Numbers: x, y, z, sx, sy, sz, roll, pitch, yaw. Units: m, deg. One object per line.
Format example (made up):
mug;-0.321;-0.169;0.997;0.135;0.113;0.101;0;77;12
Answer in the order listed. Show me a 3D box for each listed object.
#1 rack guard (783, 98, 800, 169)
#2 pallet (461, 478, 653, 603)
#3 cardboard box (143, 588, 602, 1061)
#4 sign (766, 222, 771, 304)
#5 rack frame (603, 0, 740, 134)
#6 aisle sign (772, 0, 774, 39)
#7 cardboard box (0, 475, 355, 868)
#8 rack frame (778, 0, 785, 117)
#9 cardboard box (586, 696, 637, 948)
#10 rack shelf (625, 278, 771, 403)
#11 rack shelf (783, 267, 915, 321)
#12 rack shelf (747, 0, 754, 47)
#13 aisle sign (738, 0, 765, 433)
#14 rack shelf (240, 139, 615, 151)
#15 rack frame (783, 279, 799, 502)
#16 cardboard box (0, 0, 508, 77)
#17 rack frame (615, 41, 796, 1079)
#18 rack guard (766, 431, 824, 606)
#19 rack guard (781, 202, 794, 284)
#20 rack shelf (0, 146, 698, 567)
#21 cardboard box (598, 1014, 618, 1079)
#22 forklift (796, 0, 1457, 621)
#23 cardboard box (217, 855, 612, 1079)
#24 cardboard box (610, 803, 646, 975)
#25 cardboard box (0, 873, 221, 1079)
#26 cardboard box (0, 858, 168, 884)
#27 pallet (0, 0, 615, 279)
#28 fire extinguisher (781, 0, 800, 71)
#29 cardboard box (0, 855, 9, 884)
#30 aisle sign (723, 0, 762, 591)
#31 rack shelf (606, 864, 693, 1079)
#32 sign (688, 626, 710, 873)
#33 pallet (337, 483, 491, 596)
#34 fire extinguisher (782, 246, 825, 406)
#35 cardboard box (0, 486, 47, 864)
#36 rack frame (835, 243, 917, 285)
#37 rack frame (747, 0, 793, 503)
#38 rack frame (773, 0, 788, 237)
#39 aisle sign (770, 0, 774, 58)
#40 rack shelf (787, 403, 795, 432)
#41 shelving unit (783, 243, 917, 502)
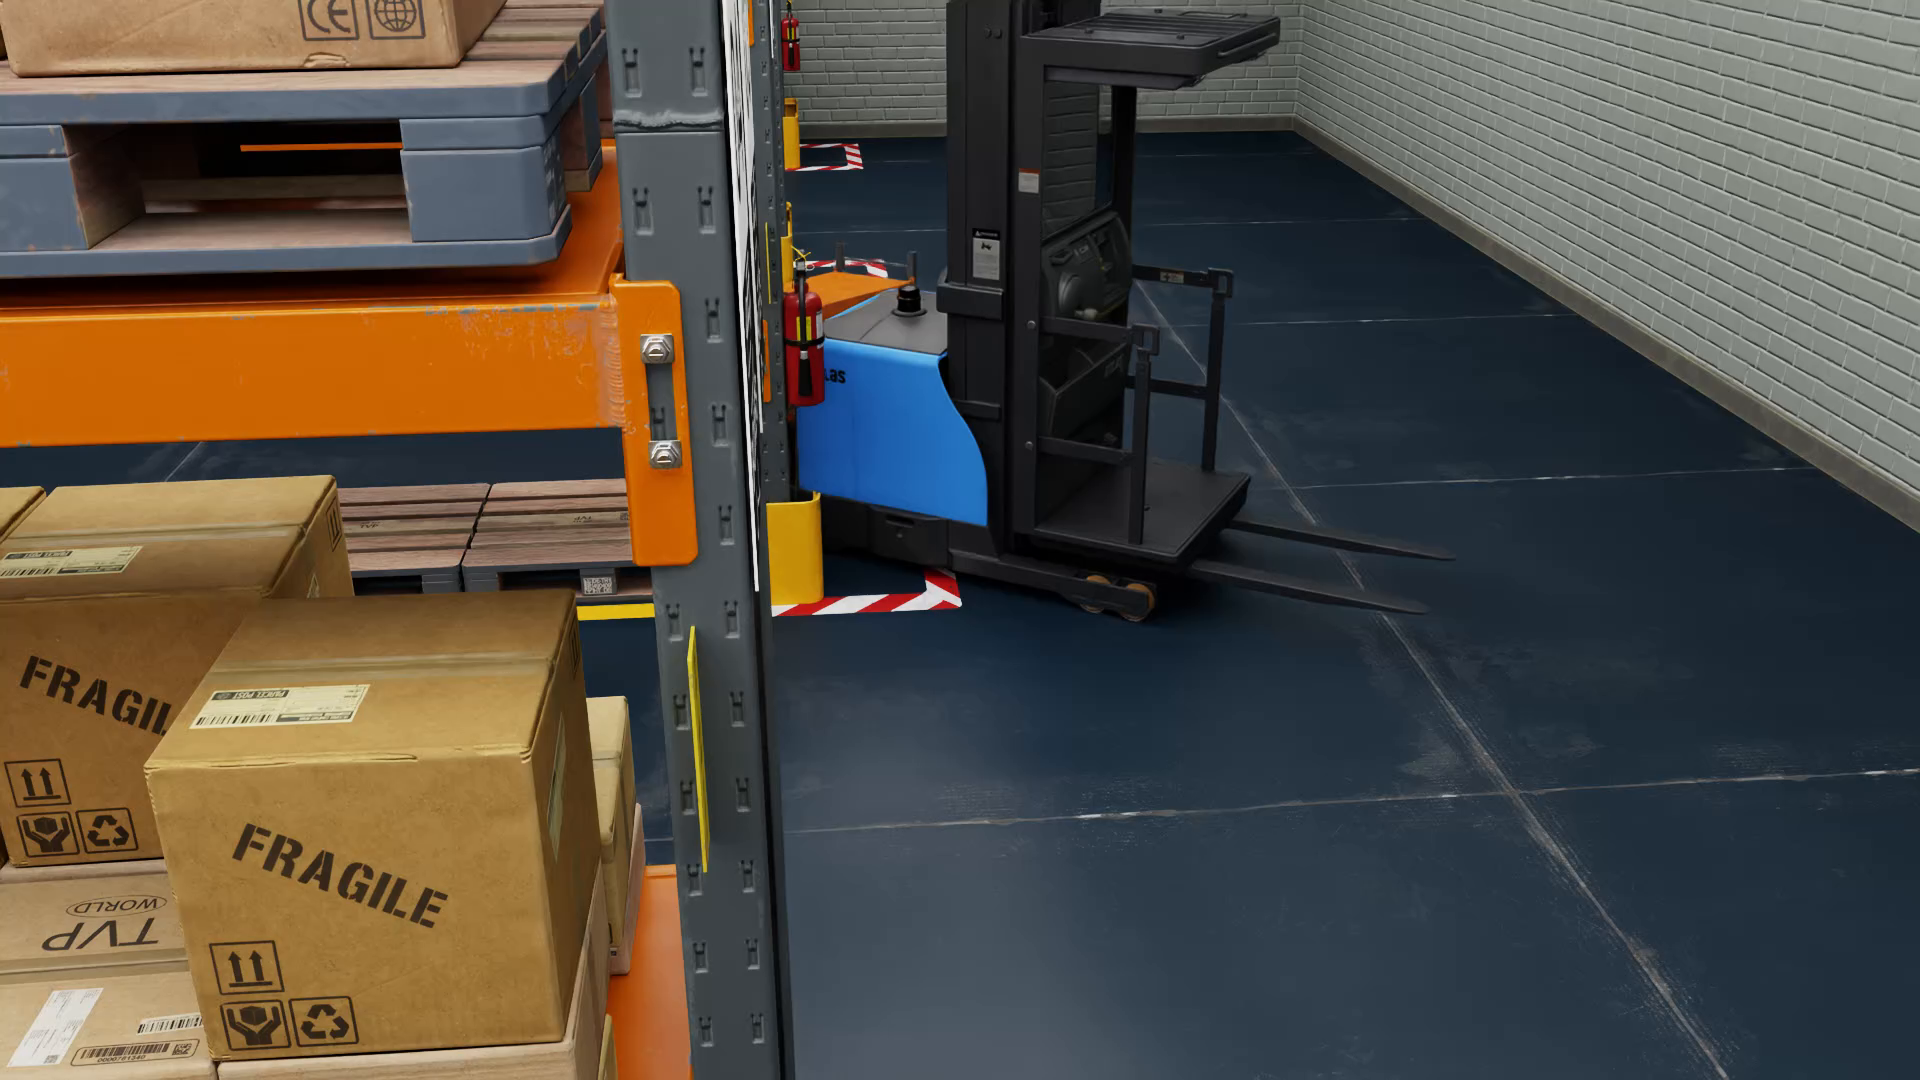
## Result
rack guard;-1.823;-4.168;17.012;0.348;0.500;1.175;-2;24;-5
pallet;-1.697;-0.014;8.021;1.213;0.211;1.003;-2;24;-5
cardboard box;-0.845;0.413;2.524;0.500;0.500;0.500;-2;24;-4
sign;-0.803;-1.158;6.961;0.005;0.325;0.100;-2;24;-5
rack frame;-0.386;-2.044;1.770;0.127;3.000;1.000;-2;24;-5
aisle sign;-0.831;-2.616;7.242;0.004;0.787;0.394;-2;24;-5
cardboard box;-1.388;0.217;2.964;0.500;0.500;0.500;-3;24;-6
rack frame;-1.847;-5.309;16.502;0.127;3.000;1.000;-2;24;-5
cardboard box;-0.890;0.540;3.161;0.500;0.250;0.500;-3;24;-7
rack shelf;-2.863;-0.896;7.460;4.000;0.370;1.077;-2;24;-5
rack shelf;-0.714;-1.172;8.561;0.538;0.278;1.000;12;21;28
rack shelf;-2.863;-2.267;6.850;4.000;0.370;1.077;-2;24;-5
aisle sign;-0.344;-0.615;2.740;0.004;0.787;0.394;-2;24;-5
rack shelf;-3.346;-2.899;11.964;4.000;0.370;1.077;-2;24;-5
rack frame;-0.978;-0.758;8.239;0.500;1.125;0.032;12;21;28
cardboard box;-0.898;-0.915;2.158;0.500;0.500;0.700;-4;24;-8
rack frame;-0.386;0.697;2.989;0.127;3.000;1.000;-2;24;-5
rack guard;-0.850;-0.169;8.015;0.348;0.500;1.175;-2;24;-5
rack guard;-1.432;-2.162;12.499;0.348;0.500;1.175;-2;24;-5
rack shelf;-2.376;-0.265;2.346;4.000;0.370;1.077;-2;24;-5
cardboard box;-0.708;0.959;2.709;0.250;0.149;0.380;-2;24;-4
forklift;0.755;-1.222;7.392;3.031;2.935;1.130;11;26;24
cardboard box;-0.842;0.756;2.674;0.500;0.250;0.500;-3;24;-6
cardboard box;-0.772;0.693;3.308;0.250;0.149;0.380;-2;24;-5
cardboard box;-1.347;0.776;2.629;0.500;0.250;0.500;-3;24;-6
cardboard box;-1.407;0.563;3.109;0.500;0.250;0.500;-3;24;-6
pallet;-1.123;-0.599;2.322;1.213;0.211;1.003;-2;24;-5
fire extinguisher;-1.651;-4.923;16.188;0.183;0.674;0.296;-2;24;-5
cardboard box;-1.907;0.582;3.067;0.500;0.250;0.500;-3;24;-7
aisle sign;-0.285;-0.373;2.195;0.004;0.787;0.394;-2;24;-5
rack shelf;-2.376;1.105;2.955;4.000;0.370;1.077;-2;24;-5
sign;-0.347;0.279;2.211;0.005;0.325;0.100;-2;24;-5
pallet;-2.909;0.034;7.914;1.213;0.211;1.003;-2;24;-5
fire extinguisher;-0.678;-0.922;7.185;0.183;0.674;0.296;-2;24;-5
cardboard box;-1.903;0.240;2.912;0.500;0.500;0.500;-3;24;-7
rack frame;-0.464;-1.031;9.073;0.500;1.125;0.032;12;21;28
rack frame;-0.873;-1.305;7.493;0.127;3.000;1.000;-2;24;-5
rack frame;-1.356;-3.307;11.998;0.127;3.000;1.000;-2;24;-5
aisle sign;-0.773;-2.377;6.705;0.004;0.787;0.394;-2;24;-5
rack shelf;-0.726;-0.663;8.735;0.538;0.278;1.000;12;21;28
shelving unit;-0.721;-0.895;8.656;0.538;1.125;1.048;12;21;28
